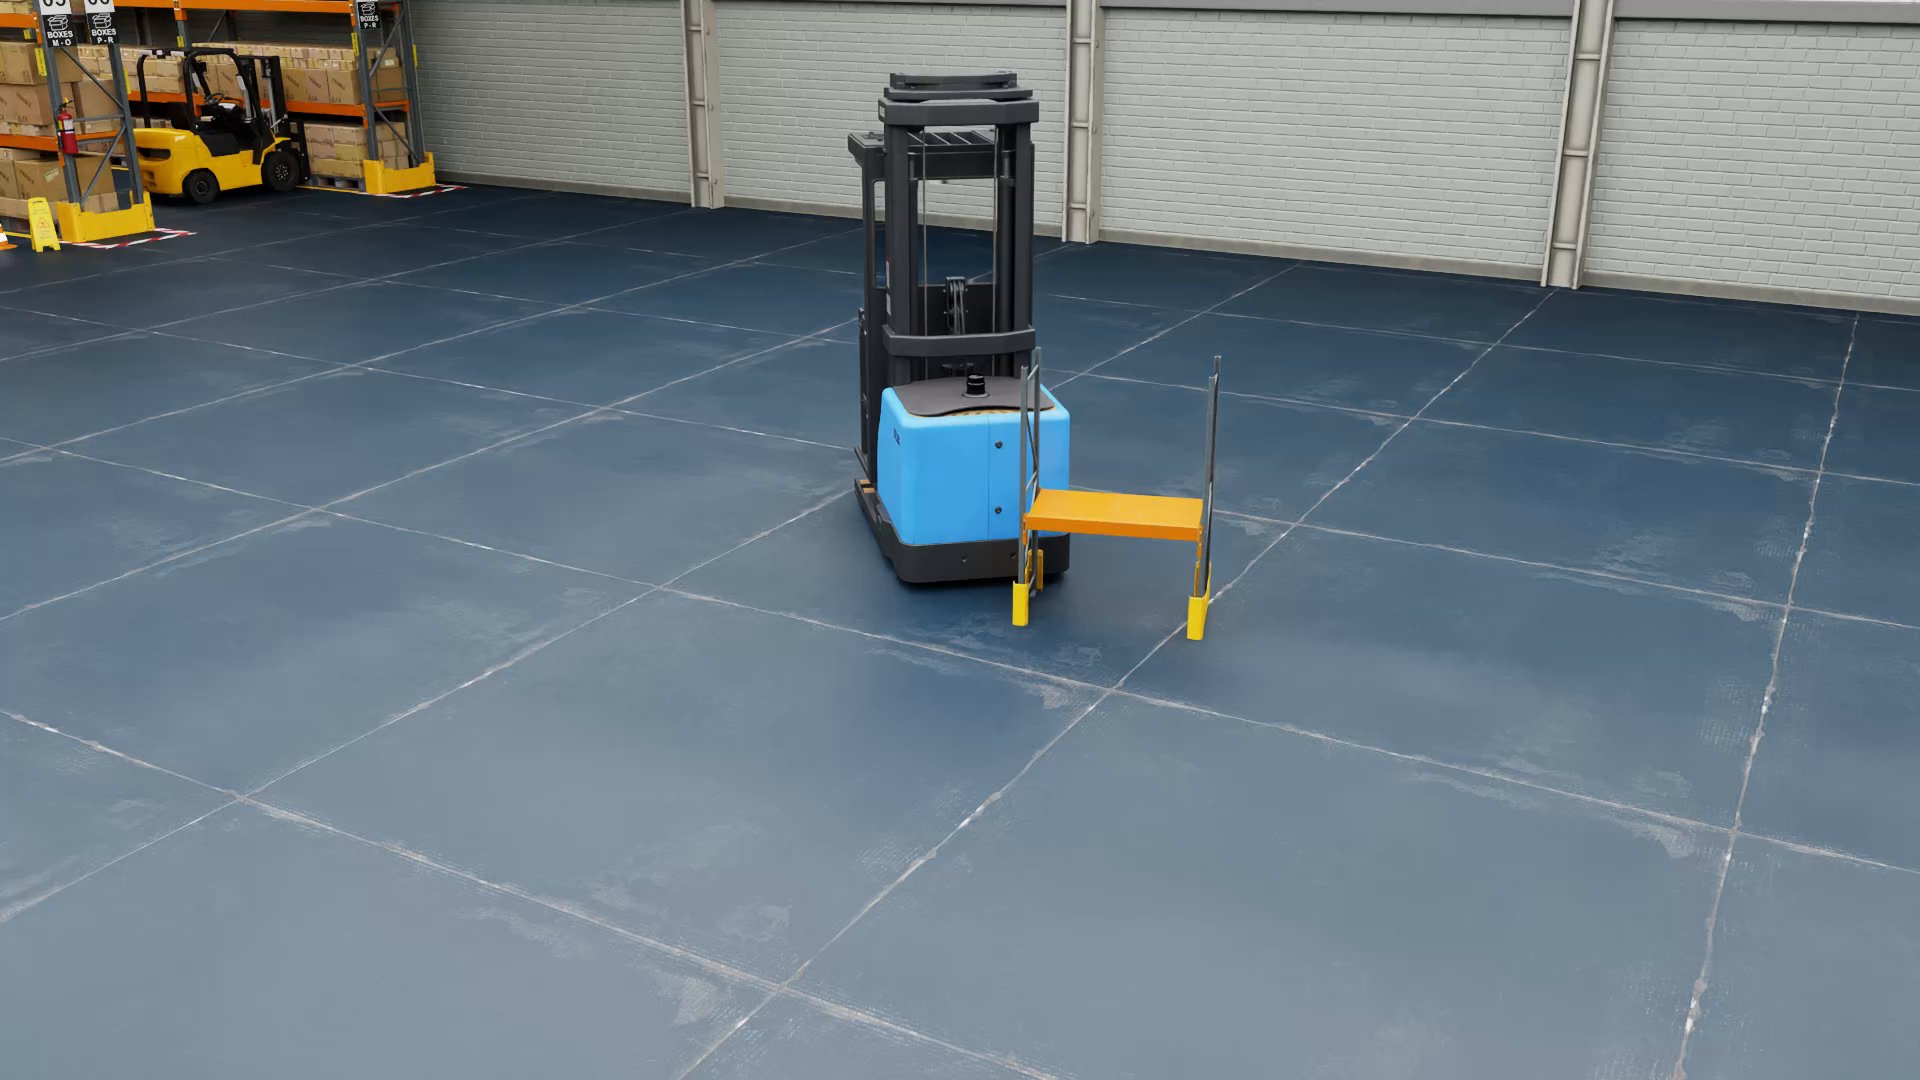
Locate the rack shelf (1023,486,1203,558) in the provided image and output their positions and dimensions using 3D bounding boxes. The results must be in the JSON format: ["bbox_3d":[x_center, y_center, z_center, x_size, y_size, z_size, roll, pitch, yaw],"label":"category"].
[{"bbox_3d":[0.896,-0.109,9.494,1.000,0.185,0.538,4,20,11],"label":"rack shelf"}]

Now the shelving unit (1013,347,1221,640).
[{"bbox_3d":[0.887,-0.279,9.434,1.083,1.500,0.587,4,20,11],"label":"shelving unit"}]

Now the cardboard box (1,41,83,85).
[{"bbox_3d":[-11.716,-6.100,21.234,0.500,0.500,0.700,10,22,26],"label":"cardboard box"}]

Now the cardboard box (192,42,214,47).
[{"bbox_3d":[-12.104,-7.917,26.758,0.250,0.149,0.380,11,23,28],"label":"cardboard box"}]

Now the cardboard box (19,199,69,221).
[{"bbox_3d":[-12.021,-4.386,21.975,0.500,0.250,0.500,11,23,27],"label":"cardboard box"}]

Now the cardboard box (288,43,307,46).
[{"bbox_3d":[-10.504,-7.821,26.494,0.250,0.149,0.380,12,23,29],"label":"cardboard box"}]

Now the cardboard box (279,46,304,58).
[{"bbox_3d":[-10.325,-7.573,25.808,0.250,0.149,0.380,11,23,28],"label":"cardboard box"}]

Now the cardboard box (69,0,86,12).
[{"bbox_3d":[-11.295,-6.867,21.367,0.250,0.149,0.380,11,23,27],"label":"cardboard box"}]

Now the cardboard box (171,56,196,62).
[{"bbox_3d":[-12.644,-7.909,27.173,0.250,0.149,0.380,12,23,29],"label":"cardboard box"}]

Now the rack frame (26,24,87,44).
[{"bbox_3d":[-15.730,-8.232,29.160,0.127,3.000,1.000,11,23,27],"label":"rack frame"}]

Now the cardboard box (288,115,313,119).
[{"bbox_3d":[-10.829,-6.749,27.023,0.500,0.250,0.500,11,23,28],"label":"cardboard box"}]

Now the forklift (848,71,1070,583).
[{"bbox_3d":[-0.121,-1.587,10.943,1.130,2.935,3.031,-4,20,-11],"label":"forklift"}]

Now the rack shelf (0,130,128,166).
[{"bbox_3d":[-12.909,-5.418,22.456,4.000,0.370,1.077,11,23,27],"label":"rack shelf"}]

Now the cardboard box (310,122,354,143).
[{"bbox_3d":[-9.749,-6.343,25.903,0.500,0.250,0.500,11,23,28],"label":"cardboard box"}]

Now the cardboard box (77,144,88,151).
[{"bbox_3d":[-15.192,-7.205,29.196,0.625,0.625,0.875,12,23,29],"label":"cardboard box"}]

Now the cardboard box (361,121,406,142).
[{"bbox_3d":[-9.073,-6.413,26.095,0.500,0.250,0.500,10,22,26],"label":"cardboard box"}]

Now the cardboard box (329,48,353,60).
[{"bbox_3d":[-9.392,-7.422,25.393,0.250,0.149,0.380,11,23,27],"label":"cardboard box"}]

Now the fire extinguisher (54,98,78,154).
[{"bbox_3d":[-11.288,-5.231,20.999,0.183,0.674,0.296,11,23,27],"label":"fire extinguisher"}]

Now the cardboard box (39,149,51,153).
[{"bbox_3d":[-12.646,-5.072,22.766,0.500,0.500,0.500,11,23,28],"label":"cardboard box"}]

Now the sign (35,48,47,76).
[{"bbox_3d":[-11.452,-5.954,20.719,0.005,0.325,0.100,11,23,27],"label":"sign"}]

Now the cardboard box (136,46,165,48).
[{"bbox_3d":[-13.749,-8.308,28.273,0.250,0.149,0.380,11,23,28],"label":"cardboard box"}]

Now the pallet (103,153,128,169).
[{"bbox_3d":[-13.969,-6.569,28.666,1.213,0.211,1.003,11,23,27],"label":"pallet"}]

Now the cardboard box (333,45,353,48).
[{"bbox_3d":[-9.593,-7.652,26.026,0.250,0.149,0.380,11,23,28],"label":"cardboard box"}]

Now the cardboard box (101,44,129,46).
[{"bbox_3d":[-14.620,-8.498,28.797,0.250,0.149,0.380,10,22,26],"label":"cardboard box"}]

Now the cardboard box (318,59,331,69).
[{"bbox_3d":[-9.620,-7.323,25.556,0.250,0.149,0.380,11,23,28],"label":"cardboard box"}]

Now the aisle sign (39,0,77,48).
[{"bbox_3d":[-11.251,-6.549,20.707,0.004,0.787,0.394,11,23,27],"label":"aisle sign"}]

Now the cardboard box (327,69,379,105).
[{"bbox_3d":[-9.304,-6.952,25.485,0.500,0.500,0.500,10,22,26],"label":"cardboard box"}]

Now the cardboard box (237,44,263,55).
[{"bbox_3d":[-11.191,-7.752,26.304,0.250,0.149,0.380,10,22,26],"label":"cardboard box"}]

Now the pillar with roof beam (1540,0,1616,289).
[{"bbox_3d":[4.701,-5.831,13.743,0.400,9.000,9.100,11,23,27],"label":"pillar with roof beam"}]

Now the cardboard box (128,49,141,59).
[{"bbox_3d":[-13.559,-8.070,27.615,0.250,0.149,0.380,10,22,26],"label":"cardboard box"}]

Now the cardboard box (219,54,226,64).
[{"bbox_3d":[-11.620,-7.710,26.622,0.250,0.149,0.380,11,23,27],"label":"cardboard box"}]

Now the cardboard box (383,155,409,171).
[{"bbox_3d":[-9.079,-5.946,26.275,0.500,0.250,0.500,11,23,28],"label":"cardboard box"}]

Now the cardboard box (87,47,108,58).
[{"bbox_3d":[-14.464,-8.232,28.061,0.250,0.149,0.380,11,23,28],"label":"cardboard box"}]

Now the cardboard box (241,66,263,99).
[{"bbox_3d":[-11.073,-7.297,26.435,0.500,0.500,0.500,11,22,27],"label":"cardboard box"}]

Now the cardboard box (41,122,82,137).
[{"bbox_3d":[-11.594,-5.304,21.456,0.250,0.149,0.380,12,23,29],"label":"cardboard box"}]

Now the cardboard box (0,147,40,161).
[{"bbox_3d":[-12.343,-5.082,21.842,0.250,0.149,0.380,12,23,29],"label":"cardboard box"}]

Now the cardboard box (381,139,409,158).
[{"bbox_3d":[-9.055,-6.181,26.190,0.500,0.250,0.500,11,23,28],"label":"cardboard box"}]

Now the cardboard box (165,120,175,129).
[{"bbox_3d":[-12.699,-6.731,27.889,0.625,0.625,0.875,12,23,30],"label":"cardboard box"}]

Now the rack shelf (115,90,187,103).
[{"bbox_3d":[-13.984,-7.561,28.366,4.000,0.370,1.077,11,23,27],"label":"rack shelf"}]

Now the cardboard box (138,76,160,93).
[{"bbox_3d":[-13.247,-7.584,27.594,0.500,0.250,0.500,11,22,27],"label":"cardboard box"}]

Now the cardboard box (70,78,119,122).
[{"bbox_3d":[-11.442,-5.771,21.794,0.500,0.500,0.500,10,22,26],"label":"cardboard box"}]

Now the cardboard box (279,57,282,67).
[{"bbox_3d":[-10.491,-7.502,26.050,0.250,0.149,0.380,11,22,27],"label":"cardboard box"}]

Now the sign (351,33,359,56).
[{"bbox_3d":[-9.023,-7.398,24.815,0.005,0.325,0.100,11,23,27],"label":"sign"}]

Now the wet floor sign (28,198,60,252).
[{"bbox_3d":[-11.519,-3.966,20.853,0.267,0.644,0.232,-16,26,-38],"label":"wet floor sign"}]

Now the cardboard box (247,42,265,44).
[{"bbox_3d":[-11.375,-8.001,26.990,0.250,0.149,0.380,11,22,27],"label":"cardboard box"}]

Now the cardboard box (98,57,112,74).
[{"bbox_3d":[-14.119,-7.996,27.997,0.500,0.250,0.500,11,23,28],"label":"cardboard box"}]
